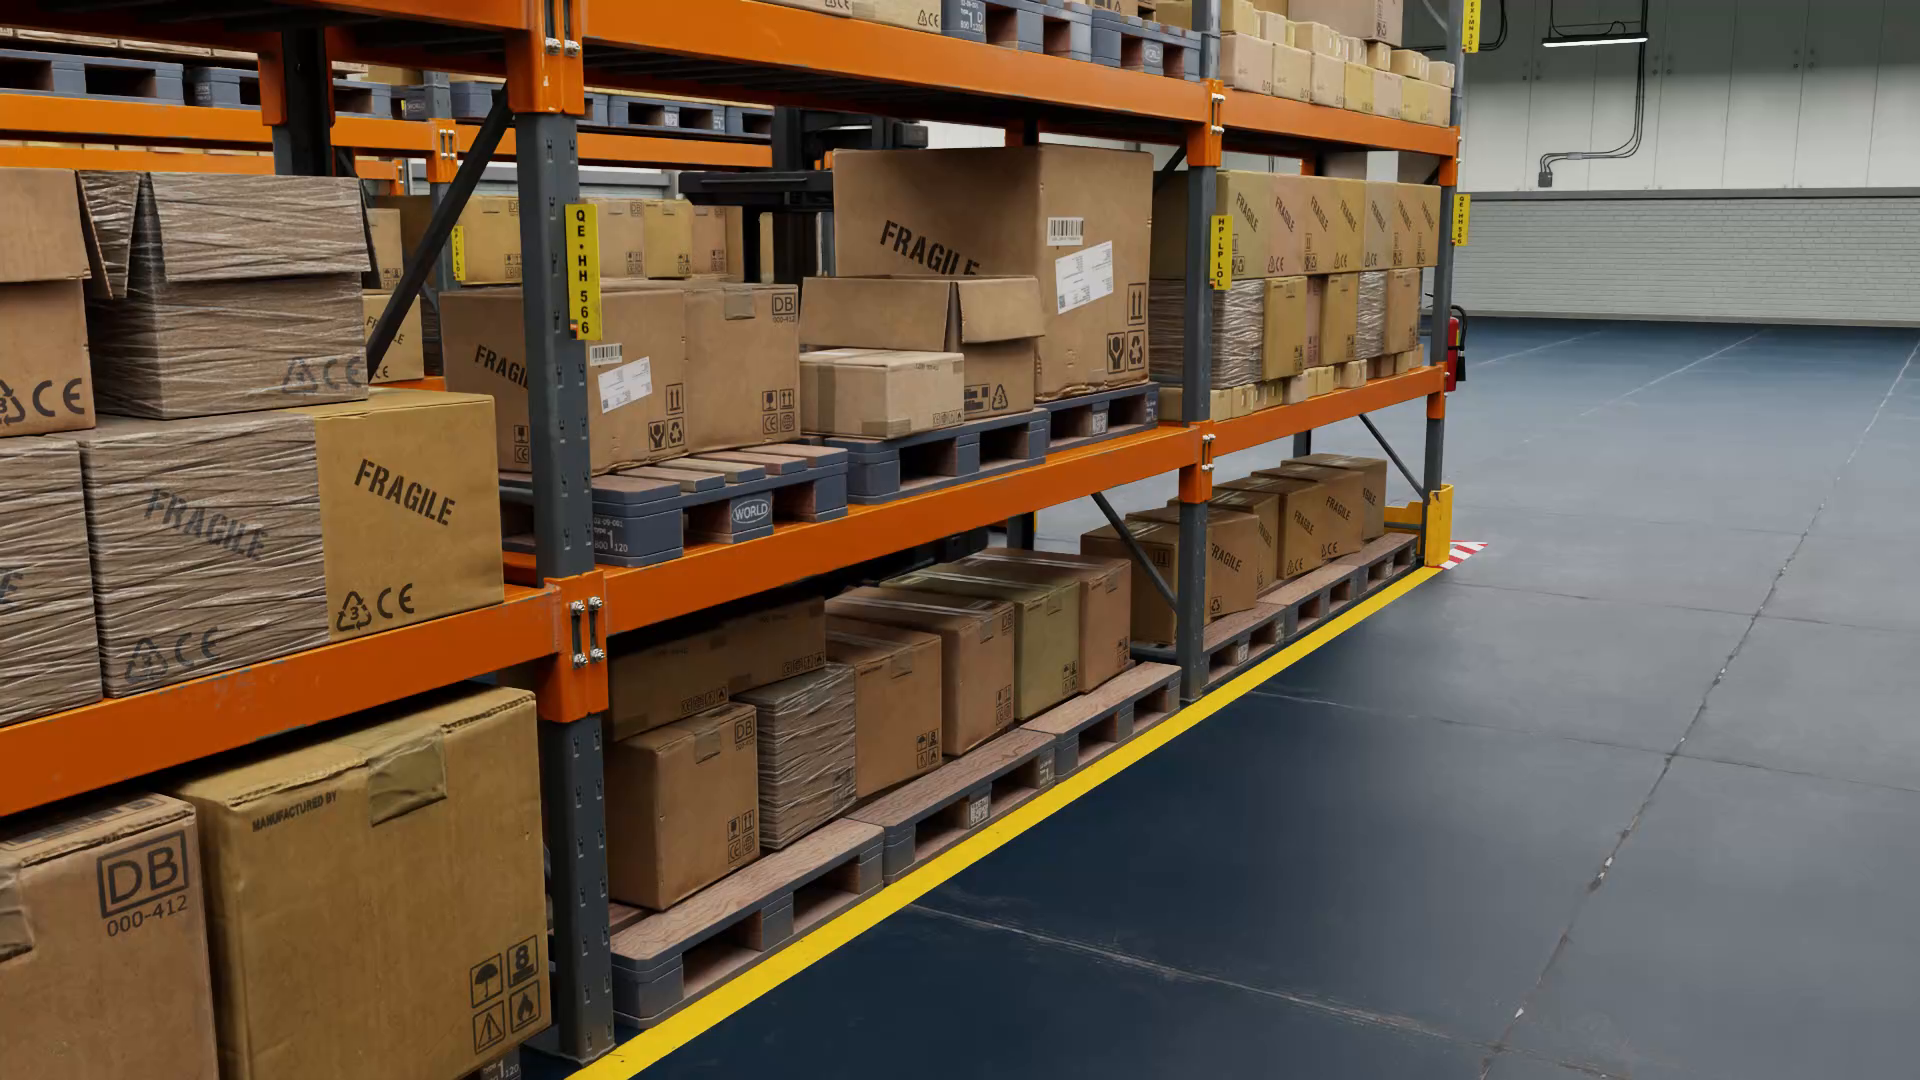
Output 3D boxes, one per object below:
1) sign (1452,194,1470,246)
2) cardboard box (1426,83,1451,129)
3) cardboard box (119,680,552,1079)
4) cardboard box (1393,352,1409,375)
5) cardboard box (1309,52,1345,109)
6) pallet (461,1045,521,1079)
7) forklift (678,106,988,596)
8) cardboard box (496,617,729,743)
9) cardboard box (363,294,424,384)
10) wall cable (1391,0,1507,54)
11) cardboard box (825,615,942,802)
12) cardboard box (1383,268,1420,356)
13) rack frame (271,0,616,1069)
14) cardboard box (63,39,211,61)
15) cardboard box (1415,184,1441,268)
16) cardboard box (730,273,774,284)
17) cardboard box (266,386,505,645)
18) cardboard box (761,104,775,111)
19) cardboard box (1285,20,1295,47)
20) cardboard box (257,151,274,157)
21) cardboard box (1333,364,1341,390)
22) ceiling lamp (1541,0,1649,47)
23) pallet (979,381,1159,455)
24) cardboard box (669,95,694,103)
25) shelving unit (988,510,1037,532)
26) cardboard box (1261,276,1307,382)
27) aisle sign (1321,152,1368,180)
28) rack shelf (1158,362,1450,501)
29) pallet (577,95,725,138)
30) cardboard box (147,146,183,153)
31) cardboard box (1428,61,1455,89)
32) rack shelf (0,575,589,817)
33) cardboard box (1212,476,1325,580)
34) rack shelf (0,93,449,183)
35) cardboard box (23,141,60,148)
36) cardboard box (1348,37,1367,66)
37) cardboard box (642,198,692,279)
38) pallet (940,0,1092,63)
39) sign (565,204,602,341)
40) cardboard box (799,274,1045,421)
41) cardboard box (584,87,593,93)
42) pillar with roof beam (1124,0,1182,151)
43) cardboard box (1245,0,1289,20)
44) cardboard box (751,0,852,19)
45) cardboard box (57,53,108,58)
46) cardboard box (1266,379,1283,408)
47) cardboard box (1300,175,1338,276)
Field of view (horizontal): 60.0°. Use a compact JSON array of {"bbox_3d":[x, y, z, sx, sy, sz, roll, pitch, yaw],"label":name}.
[{"bbox_3d":[3.227,-2.060,10.714,0.100,0.325,0.005,6,12,31],"label":"sign"},{"bbox_3d":[2.730,-2.692,10.353,0.500,0.250,0.500,7,13,32],"label":"cardboard box"},{"bbox_3d":[-1.767,0.811,4.017,1.225,0.875,0.875,6,12,28],"label":"cardboard box"},{"bbox_3d":[2.575,-1.120,10.382,0.380,0.149,0.250,6,12,31],"label":"cardboard box"},{"bbox_3d":[1.676,-2.370,8.633,0.500,0.250,0.500,6,12,28],"label":"cardboard box"},{"bbox_3d":[-1.864,1.354,4.062,1.003,0.211,1.213,6,12,31],"label":"pallet"},{"bbox_3d":[-0.933,-1.107,9.814,1.130,2.935,3.031,5,12,27],"label":"forklift"},{"bbox_3d":[-1.068,0.402,5.128,0.500,0.250,0.500,7,13,33],"label":"cardboard box"},{"bbox_3d":[-3.543,-1.194,9.821,0.500,0.500,0.500,6,12,30],"label":"cardboard box"},{"bbox_3d":[12.109,-13.430,41.504,3.097,2.526,0.112,6,12,31],"label":"wall cable"},{"bbox_3d":[-0.494,0.594,6.144,0.700,0.500,0.500,8,13,35],"label":"cardboard box"},{"bbox_3d":[2.297,-1.413,10.184,0.875,0.500,0.500,6,12,31],"label":"cardboard box"},{"bbox_3d":[-1.391,-0.133,4.429,1.000,3.000,0.127,6,12,31],"label":"rack frame"},{"bbox_3d":[-4.223,-2.642,8.505,0.500,0.311,0.500,6,12,29],"label":"cardboard box"},{"bbox_3d":[2.689,-1.968,10.433,0.500,0.500,0.500,6,12,31],"label":"cardboard box"},{"bbox_3d":[-1.845,-1.804,12.944,0.875,0.550,0.550,6,12,31],"label":"cardboard box"},{"bbox_3d":[-1.435,-0.081,3.879,0.500,0.500,0.500,7,13,32],"label":"cardboard box"},{"bbox_3d":[-1.571,-3.323,12.585,0.380,0.149,0.250,7,12,32],"label":"cardboard box"},{"bbox_3d":[1.448,-2.512,8.310,0.380,0.149,0.250,7,13,32],"label":"cardboard box"},{"bbox_3d":[-6.199,-3.448,14.667,0.380,0.149,0.250,6,12,30],"label":"cardboard box"},{"bbox_3d":[1.913,-0.925,9.340,0.380,0.149,0.250,6,12,31],"label":"cardboard box"},{"bbox_3d":[12.862,-11.557,33.284,2.000,3.185,0.800,6,12,31],"label":"ceiling lamp"},{"bbox_3d":[0.165,-0.562,7.239,1.003,0.211,1.213,6,12,31],"label":"pallet"},{"bbox_3d":[-2.099,-3.163,11.732,0.380,0.149,0.250,7,12,31],"label":"cardboard box"},{"bbox_3d":[0.040,-0.749,11.795,0.587,1.500,1.083,6,12,31],"label":"shelving unit"},{"bbox_3d":[1.262,-1.098,8.501,0.875,0.500,0.500,6,12,31],"label":"cardboard box"},{"bbox_3d":[2.539,-2.708,11.115,0.394,0.787,0.004,6,12,31],"label":"aisle sign"},{"bbox_3d":[1.725,-0.723,9.536,1.077,0.370,4.000,6,12,31],"label":"rack shelf"},{"bbox_3d":[-2.433,-3.002,11.840,1.003,0.211,1.213,6,12,31],"label":"pallet"},{"bbox_3d":[-6.668,-3.280,13.768,0.380,0.149,0.250,6,12,30],"label":"cardboard box"},{"bbox_3d":[2.885,-2.915,10.458,0.380,0.149,0.250,6,12,31],"label":"cardboard box"},{"bbox_3d":[-2.429,0.535,2.815,1.077,0.370,4.000,6,12,31],"label":"rack shelf"},{"bbox_3d":[1.802,-0.079,9.789,0.500,0.500,0.500,8,13,36],"label":"cardboard box"},{"bbox_3d":[-4.539,-2.058,8.515,1.077,0.370,4.000,6,12,31],"label":"rack shelf"},{"bbox_3d":[-7.226,-3.121,12.920,0.380,0.149,0.250,6,12,31],"label":"cardboard box"},{"bbox_3d":[2.022,-2.672,9.162,0.380,0.149,0.250,6,12,28],"label":"cardboard box"},{"bbox_3d":[-2.427,-2.165,11.939,0.875,0.550,0.500,6,12,31],"label":"cardboard box"},{"bbox_3d":[-0.261,-1.894,6.193,1.213,0.211,1.003,6,12,31],"label":"pallet"},{"bbox_3d":[-0.914,-0.650,4.042,0.100,0.325,0.005,6,12,31],"label":"sign"},{"bbox_3d":[-0.135,-0.738,6.238,0.797,0.503,0.637,8,13,36],"label":"cardboard box"},{"bbox_3d":[-2.627,-3.003,10.875,0.380,0.149,0.250,6,12,30],"label":"cardboard box"},{"bbox_3d":[8.172,-10.044,41.065,9.100,9.000,0.548,6,12,31],"label":"pillar with roof beam"},{"bbox_3d":[1.761,-3.099,9.682,0.500,0.500,0.500,6,12,30],"label":"cardboard box"},{"bbox_3d":[-0.662,-1.664,4.863,0.500,0.250,0.500,7,13,32],"label":"cardboard box"},{"bbox_3d":[-4.653,-2.642,8.630,0.396,0.266,0.258,6,12,31],"label":"cardboard box"},{"bbox_3d":[1.424,-0.764,8.482,0.380,0.149,0.250,6,12,31],"label":"cardboard box"},{"bbox_3d":[1.655,-1.653,8.749,0.500,0.500,0.500,6,12,31],"label":"cardboard box"}]
